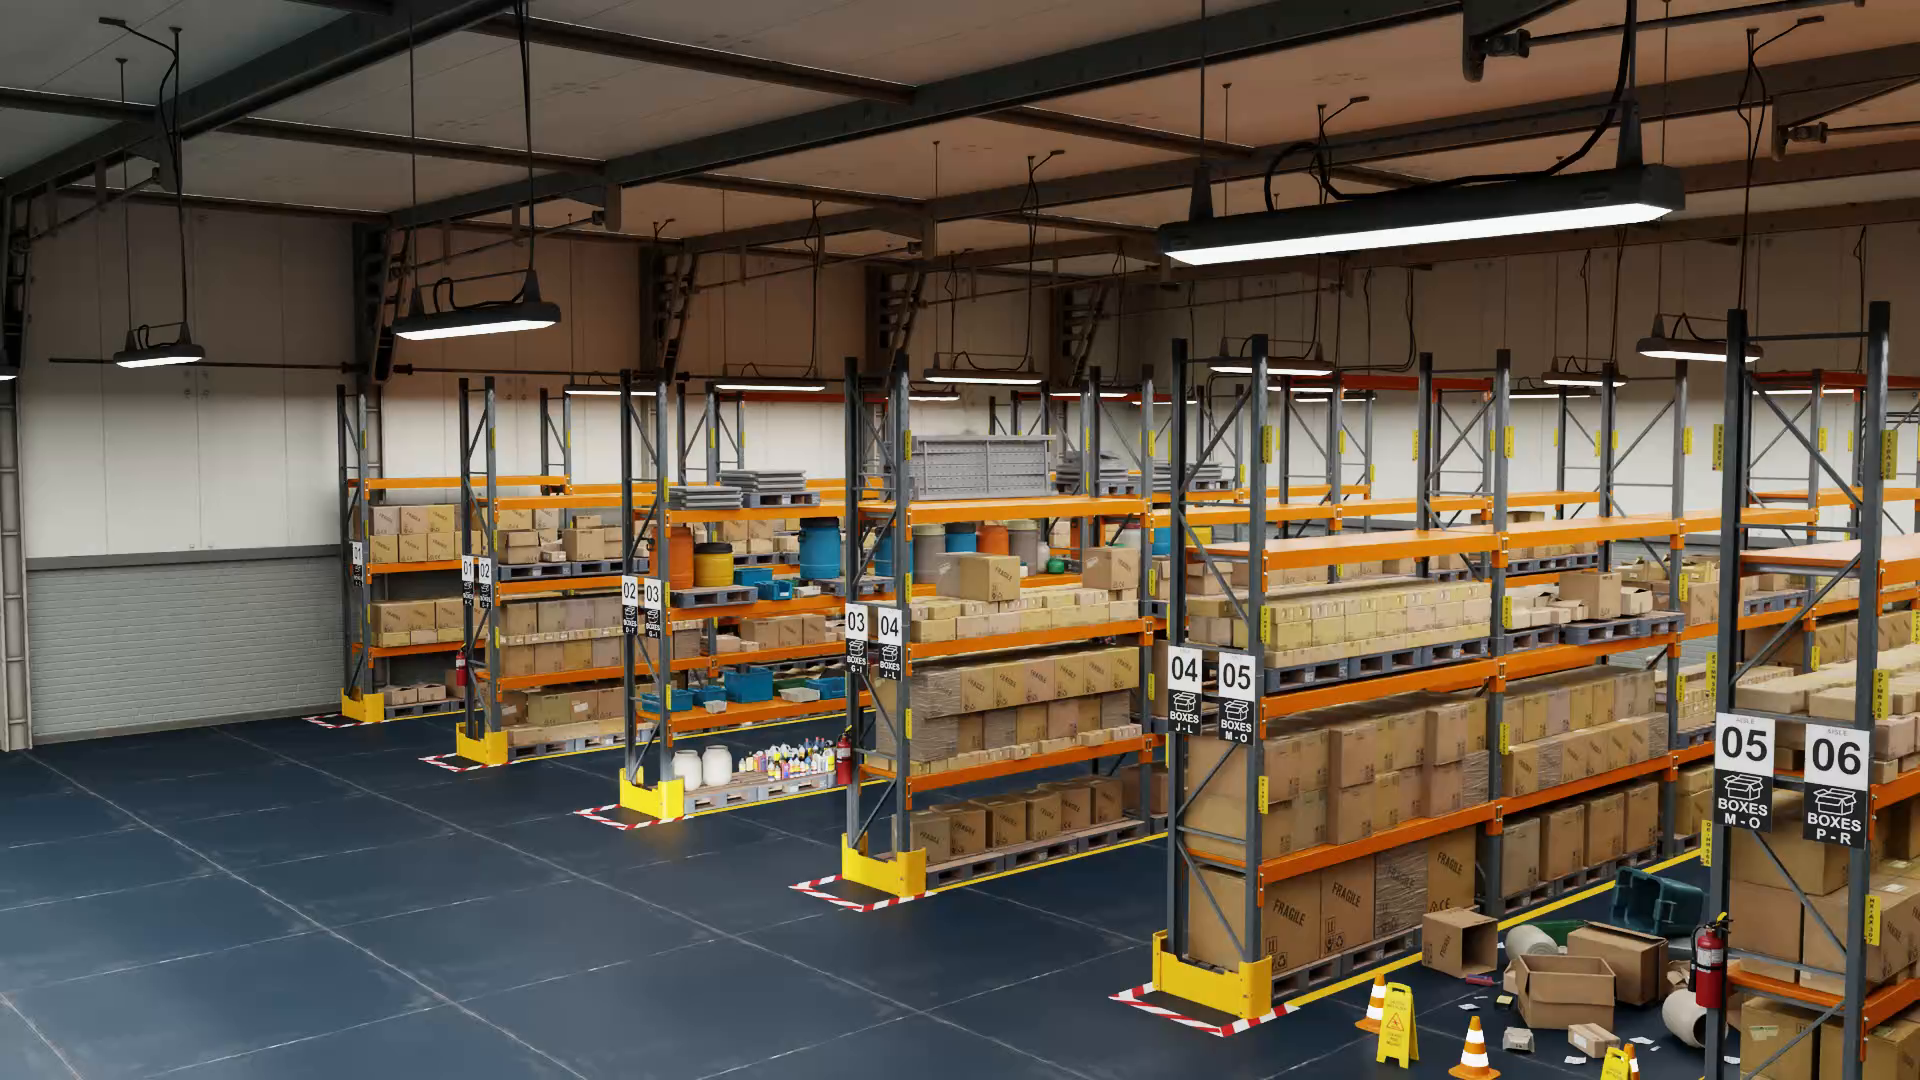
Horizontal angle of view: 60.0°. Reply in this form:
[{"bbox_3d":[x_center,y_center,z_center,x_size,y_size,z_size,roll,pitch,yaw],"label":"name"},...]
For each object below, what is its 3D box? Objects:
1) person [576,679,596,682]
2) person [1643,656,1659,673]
[{"bbox_3d":[-6.607,2.344,29.668,0.853,1.806,0.733,-3,5,-42],"label":"person"},{"bbox_3d":[10.939,2.637,26.328,0.620,1.616,0.671,4,5,44],"label":"person"}]
